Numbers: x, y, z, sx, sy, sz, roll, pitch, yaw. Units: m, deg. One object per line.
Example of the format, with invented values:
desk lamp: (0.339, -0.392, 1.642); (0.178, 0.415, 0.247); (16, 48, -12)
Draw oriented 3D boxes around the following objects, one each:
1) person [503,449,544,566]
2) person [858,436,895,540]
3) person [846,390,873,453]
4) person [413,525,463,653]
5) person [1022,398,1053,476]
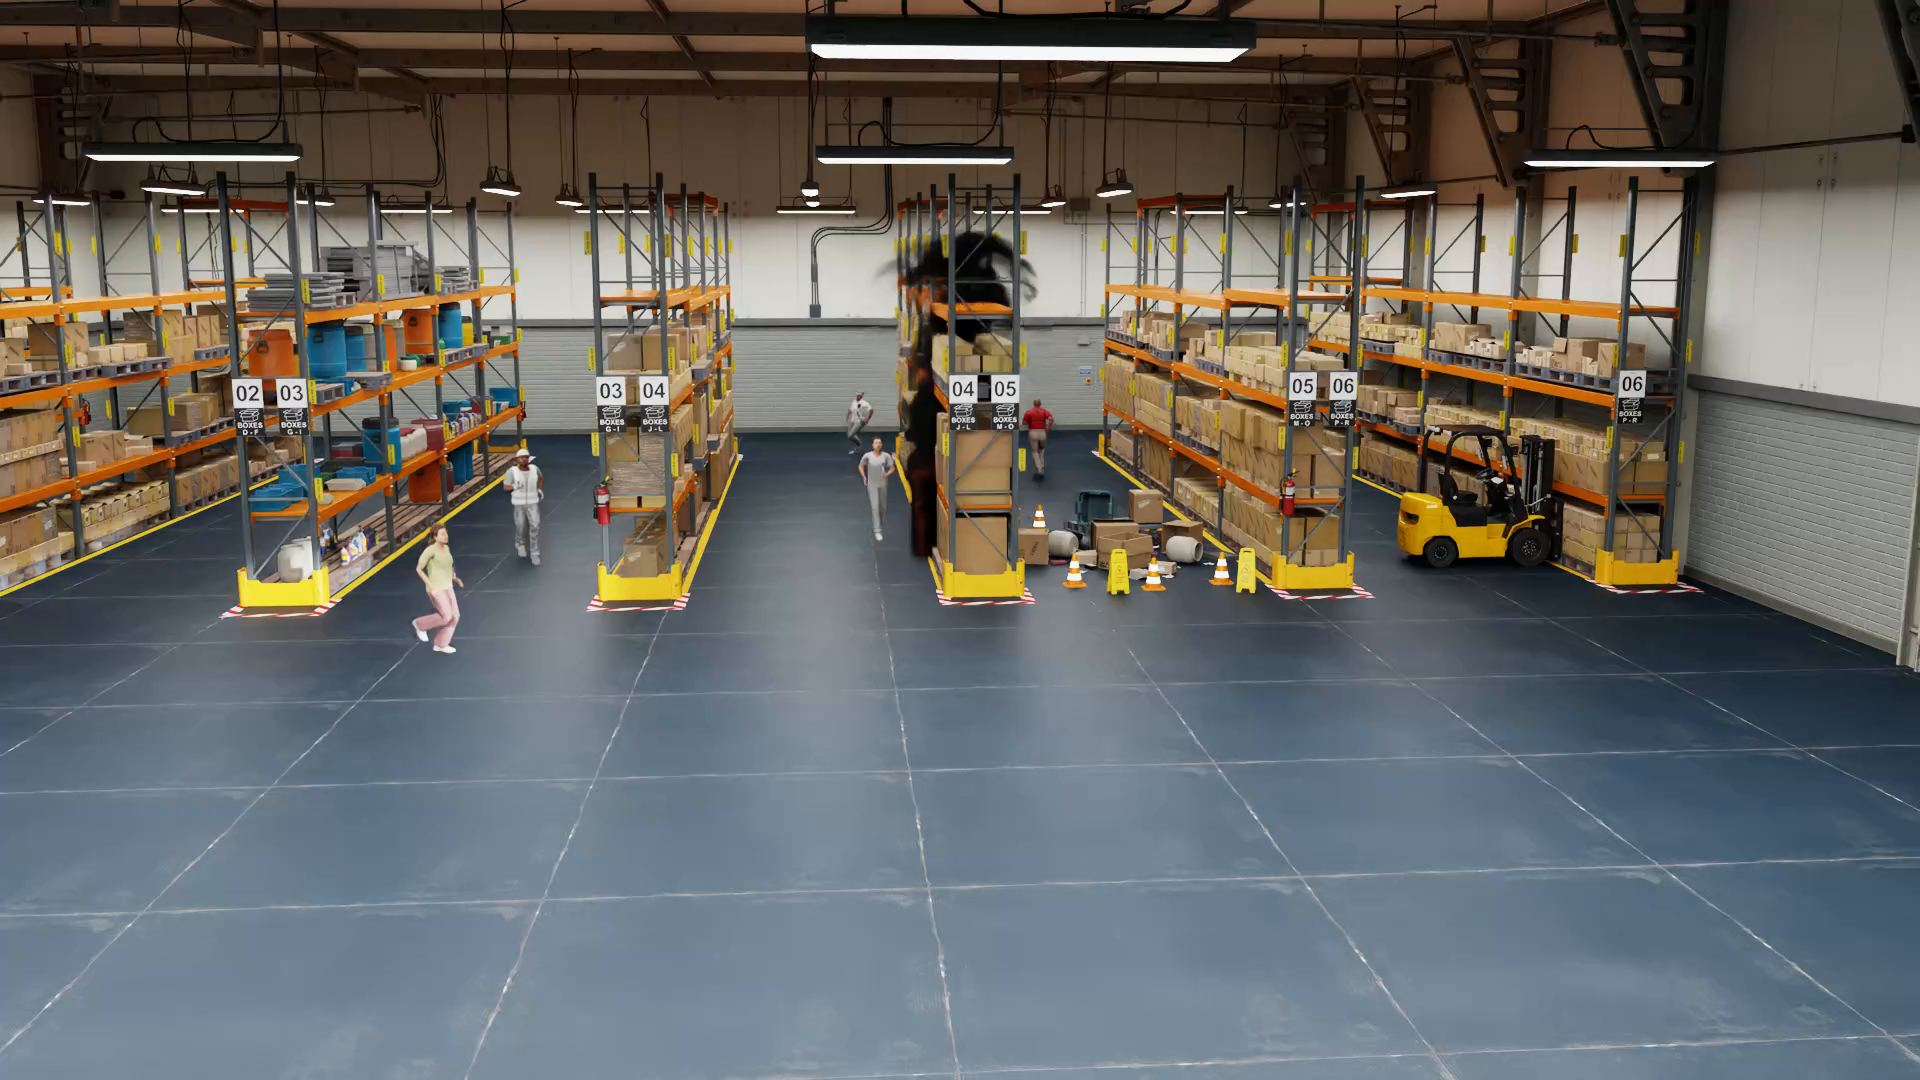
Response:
person: (-6.944, -0.548, 26.556); (0.662, 1.823, 0.840); (-4, 11, -22)
person: (-1.342, -0.853, 27.101); (0.586, 1.690, 0.757); (-2, 10, -13)
person: (-2.497, -2.862, 40.408); (0.726, 1.598, 0.544); (10, 14, 44)
person: (-6.511, 0.609, 20.693); (0.577, 1.599, 0.568); (4, 11, 22)
person: (1.686, -2.201, 36.371); (0.636, 1.789, 0.818); (-2, 10, -11)
